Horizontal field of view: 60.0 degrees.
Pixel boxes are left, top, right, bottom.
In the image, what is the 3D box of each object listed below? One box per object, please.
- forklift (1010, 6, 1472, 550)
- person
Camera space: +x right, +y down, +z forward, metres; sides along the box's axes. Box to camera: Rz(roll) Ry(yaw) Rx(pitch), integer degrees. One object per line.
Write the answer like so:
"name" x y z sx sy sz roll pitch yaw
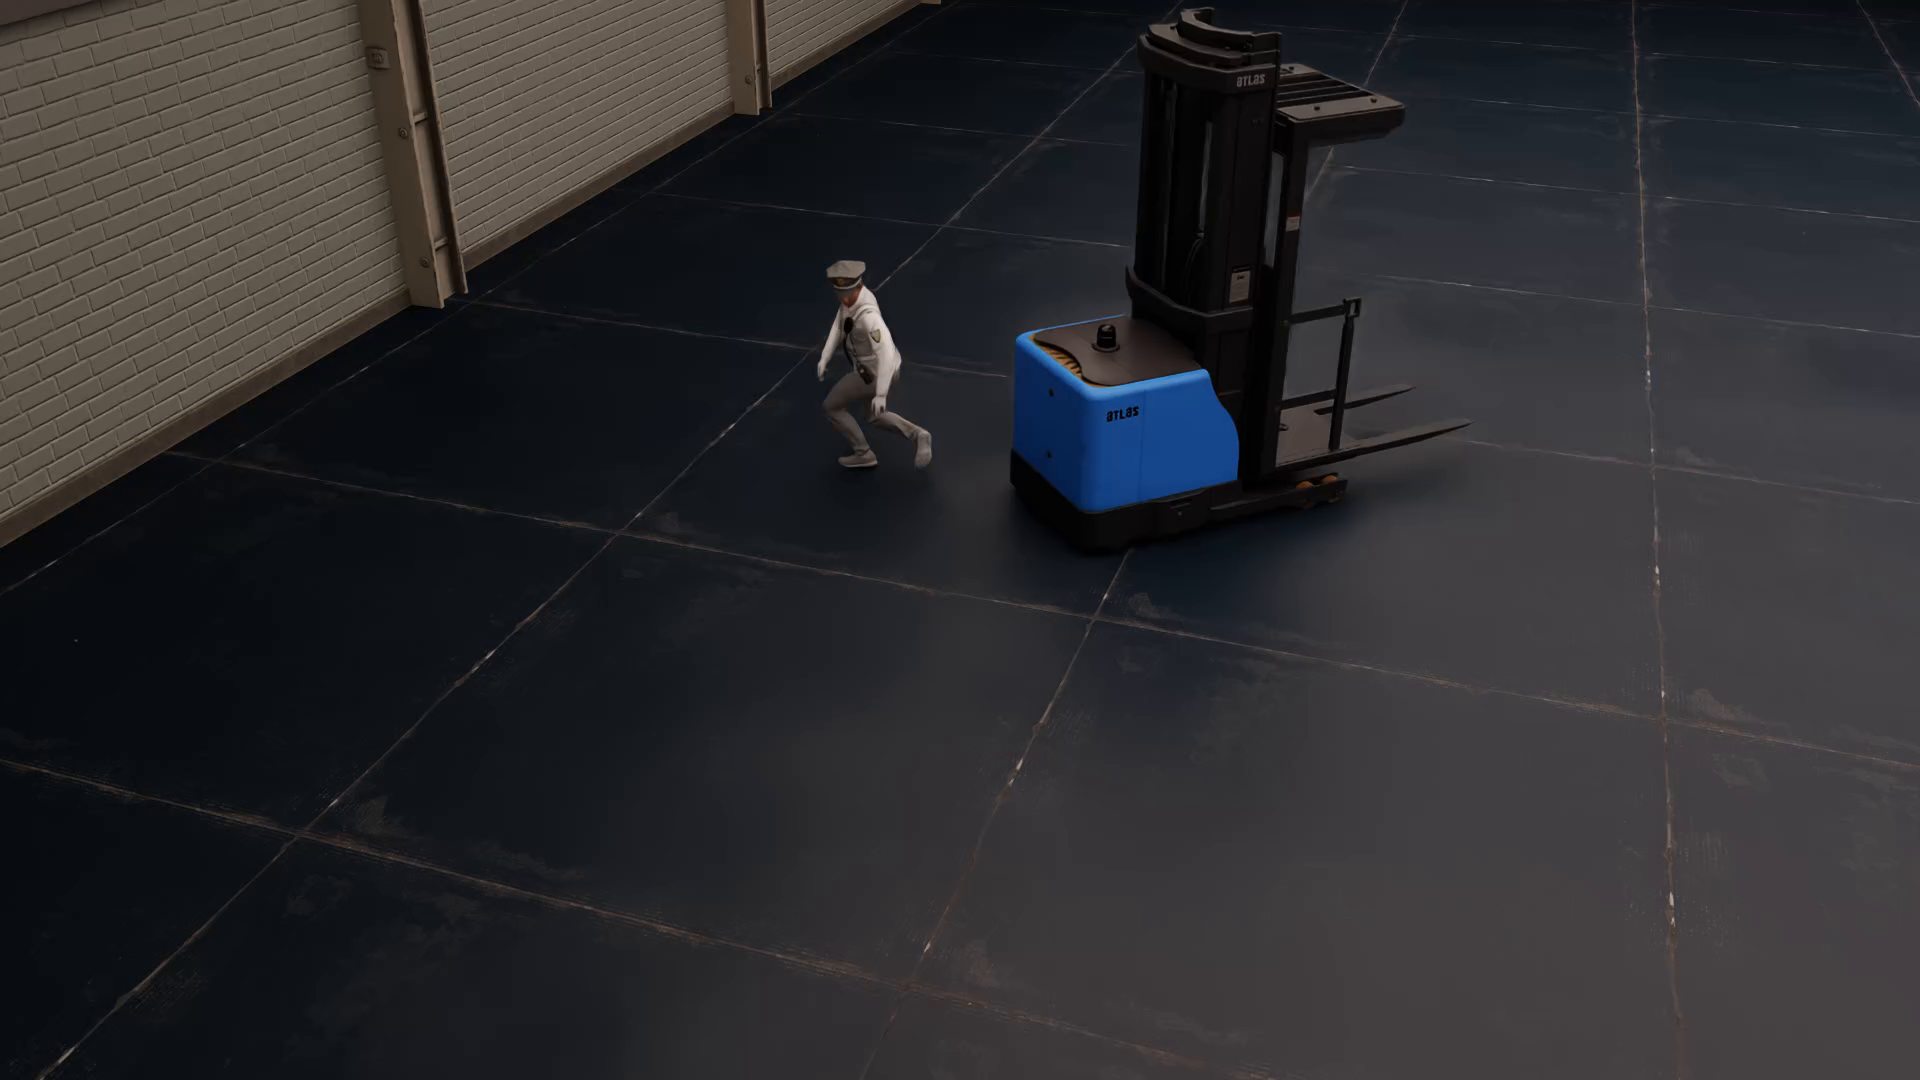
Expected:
"forklift" 1.880 -1.695 10.109 3.031 2.935 1.130 -13 32 -22
"person" -0.568 -1.066 10.550 0.775 1.452 0.573 6 30 10
